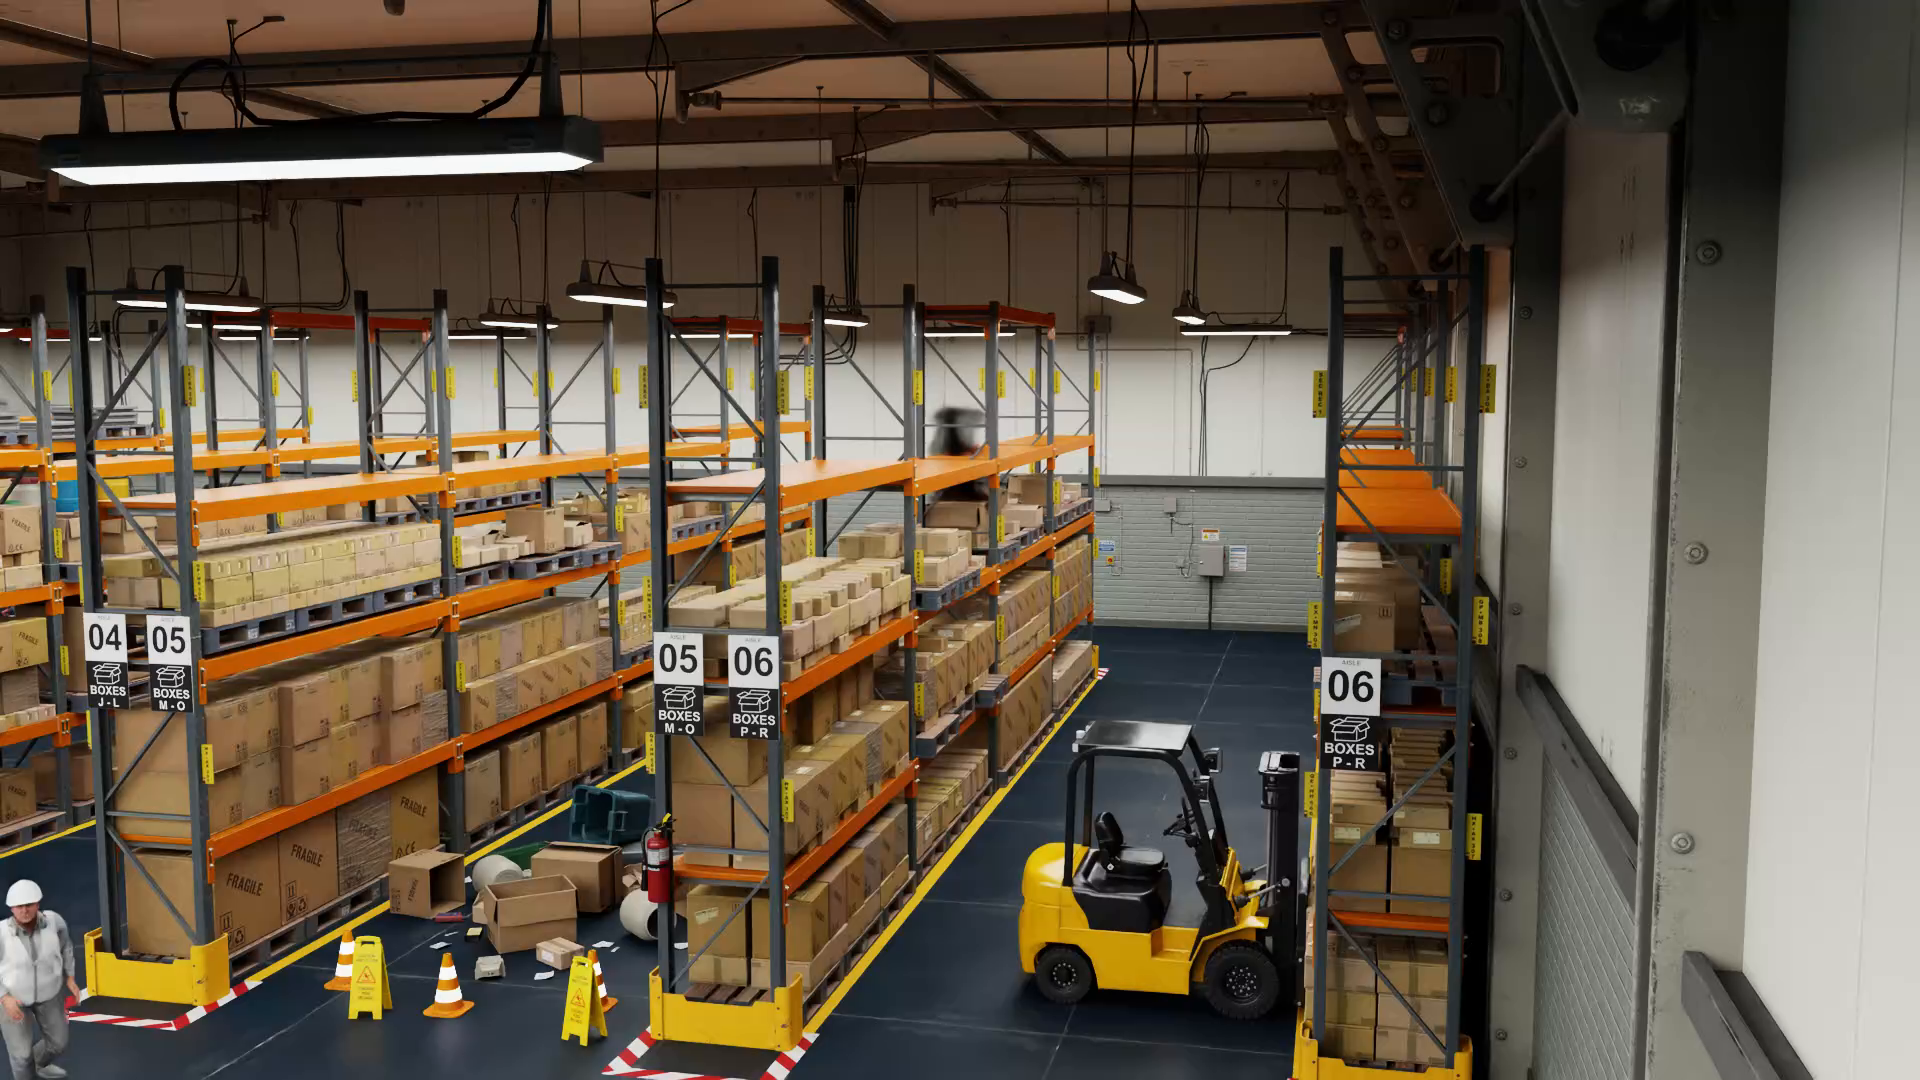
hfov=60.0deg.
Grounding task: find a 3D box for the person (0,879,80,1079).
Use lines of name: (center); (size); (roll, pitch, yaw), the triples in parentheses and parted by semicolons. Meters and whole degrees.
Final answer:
person: (-6.519, 3.150, 11.602); (0.767, 1.704, 0.630); (5, 8, 43)
